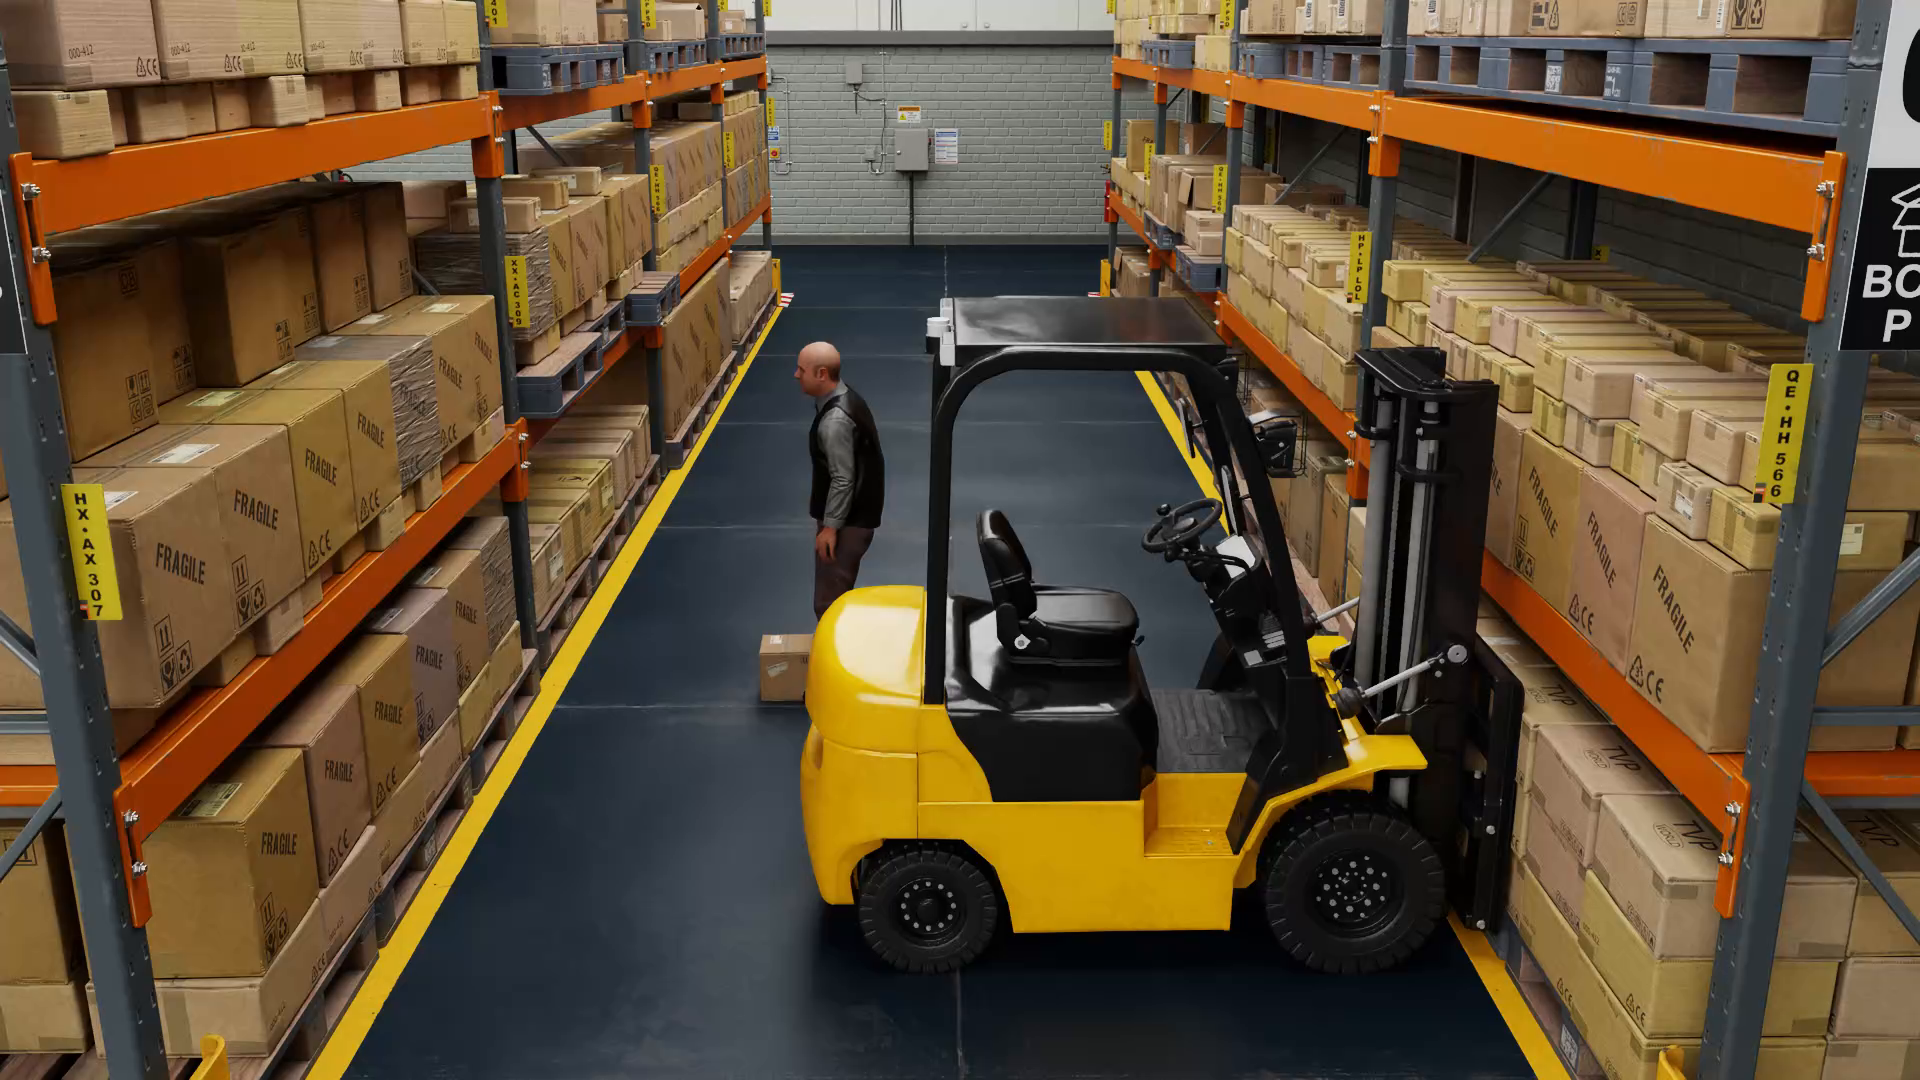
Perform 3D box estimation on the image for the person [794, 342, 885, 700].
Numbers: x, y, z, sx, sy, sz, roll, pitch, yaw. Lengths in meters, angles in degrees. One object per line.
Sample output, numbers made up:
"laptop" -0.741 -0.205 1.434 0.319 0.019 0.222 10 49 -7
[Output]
"person" -0.558 -0.089 7.875 0.413 1.721 0.581 0 17 -1
